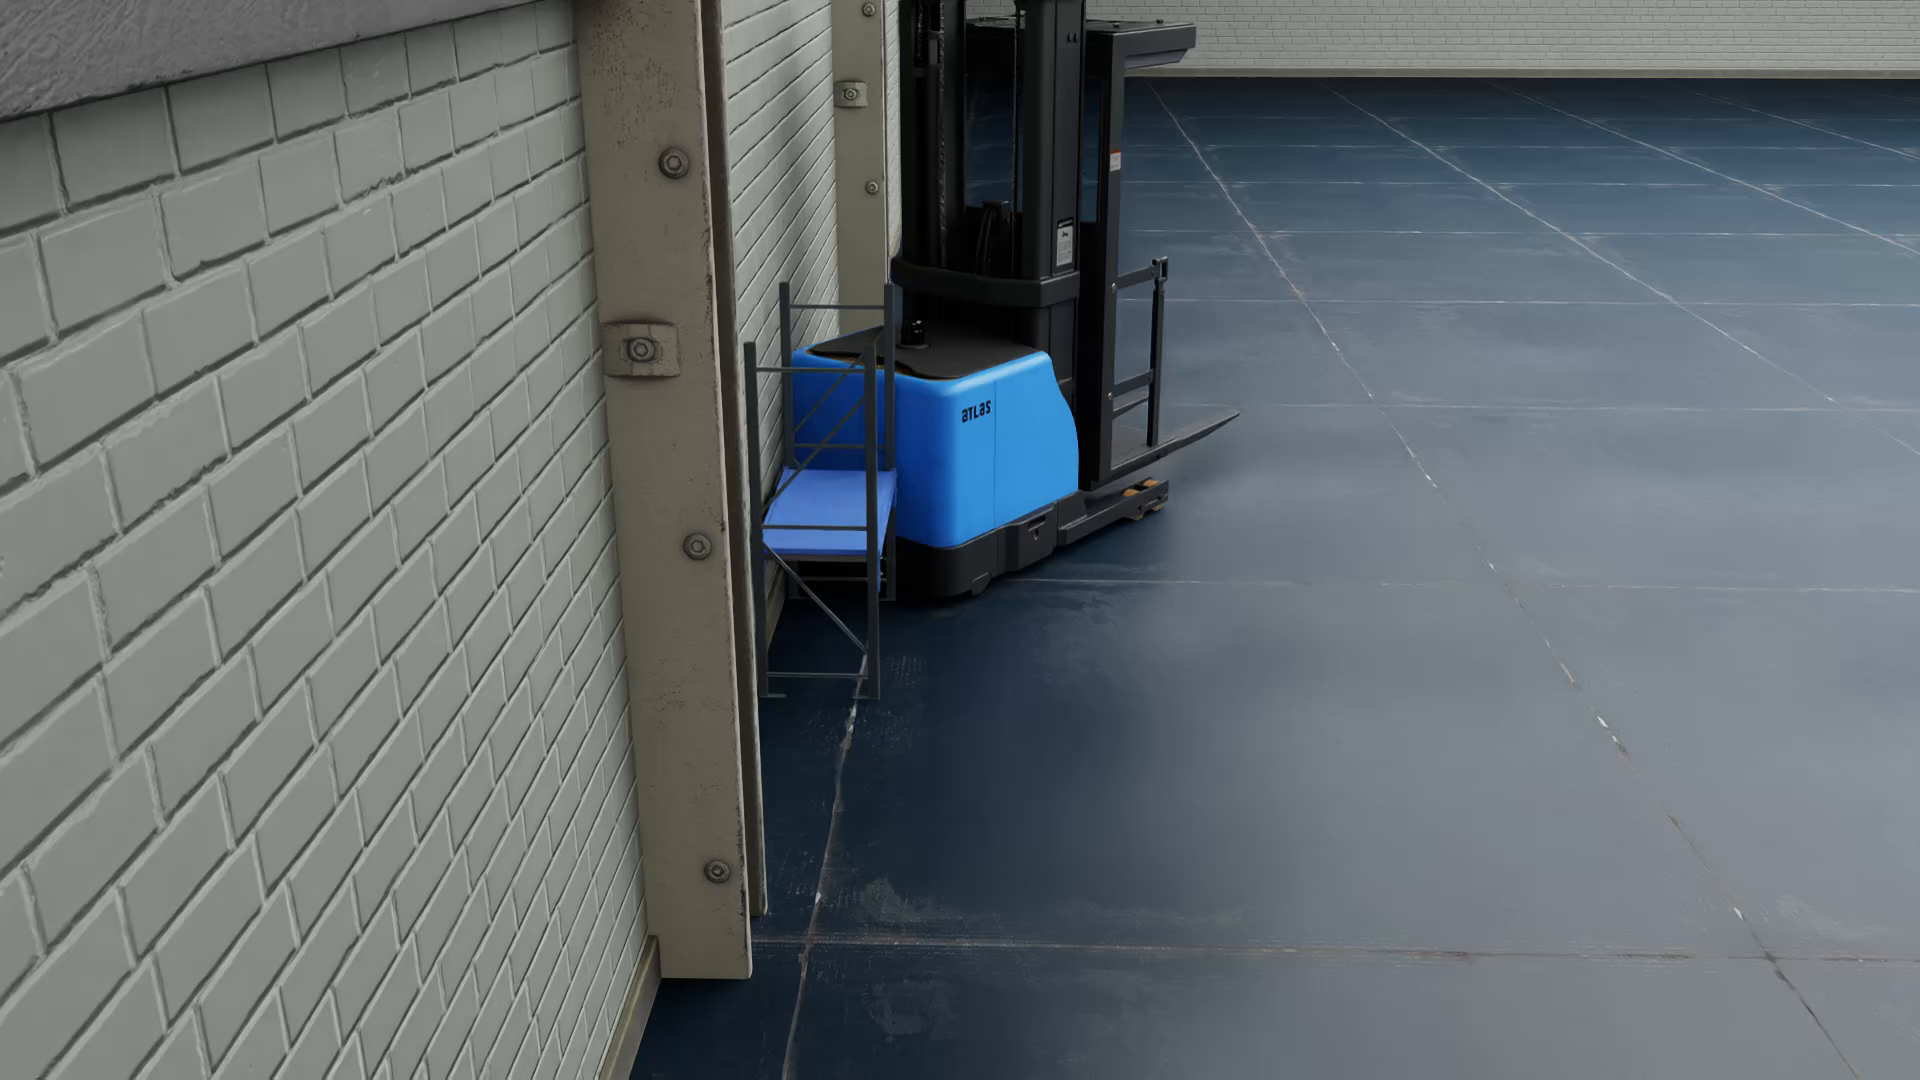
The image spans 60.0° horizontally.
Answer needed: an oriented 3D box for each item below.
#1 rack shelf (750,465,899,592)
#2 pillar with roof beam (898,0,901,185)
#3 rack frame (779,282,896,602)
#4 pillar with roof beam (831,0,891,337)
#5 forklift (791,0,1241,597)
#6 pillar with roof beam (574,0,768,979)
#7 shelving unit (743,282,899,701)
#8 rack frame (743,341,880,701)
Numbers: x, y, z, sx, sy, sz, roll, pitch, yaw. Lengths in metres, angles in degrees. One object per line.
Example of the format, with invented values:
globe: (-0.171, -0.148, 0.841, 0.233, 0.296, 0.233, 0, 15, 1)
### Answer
rack shelf: (-0.561, -0.065, 7.106, 0.538, 0.185, 1.000, 1, 22, 1)
pillar with roof beam: (3.878, -7.220, 14.697, 9.100, 9.000, 0.400, 1, 21, 2)
rack frame: (-0.544, -0.420, 7.512, 0.500, 1.500, 0.032, 1, 22, 1)
pillar with roof beam: (3.696, -5.051, 9.106, 9.100, 9.000, 0.400, 1, 21, 2)
forklift: (0.469, -1.567, 8.516, 1.130, 2.935, 3.031, 16, 26, 35)
pillar with roof beam: (3.513, -2.881, 3.515, 9.100, 9.000, 0.400, 1, 21, 2)
shelving unit: (-0.560, -0.233, 7.039, 0.538, 1.500, 1.048, 1, 22, 1)
rack frame: (-0.575, -0.046, 6.567, 0.500, 1.500, 0.032, 1, 22, 1)
